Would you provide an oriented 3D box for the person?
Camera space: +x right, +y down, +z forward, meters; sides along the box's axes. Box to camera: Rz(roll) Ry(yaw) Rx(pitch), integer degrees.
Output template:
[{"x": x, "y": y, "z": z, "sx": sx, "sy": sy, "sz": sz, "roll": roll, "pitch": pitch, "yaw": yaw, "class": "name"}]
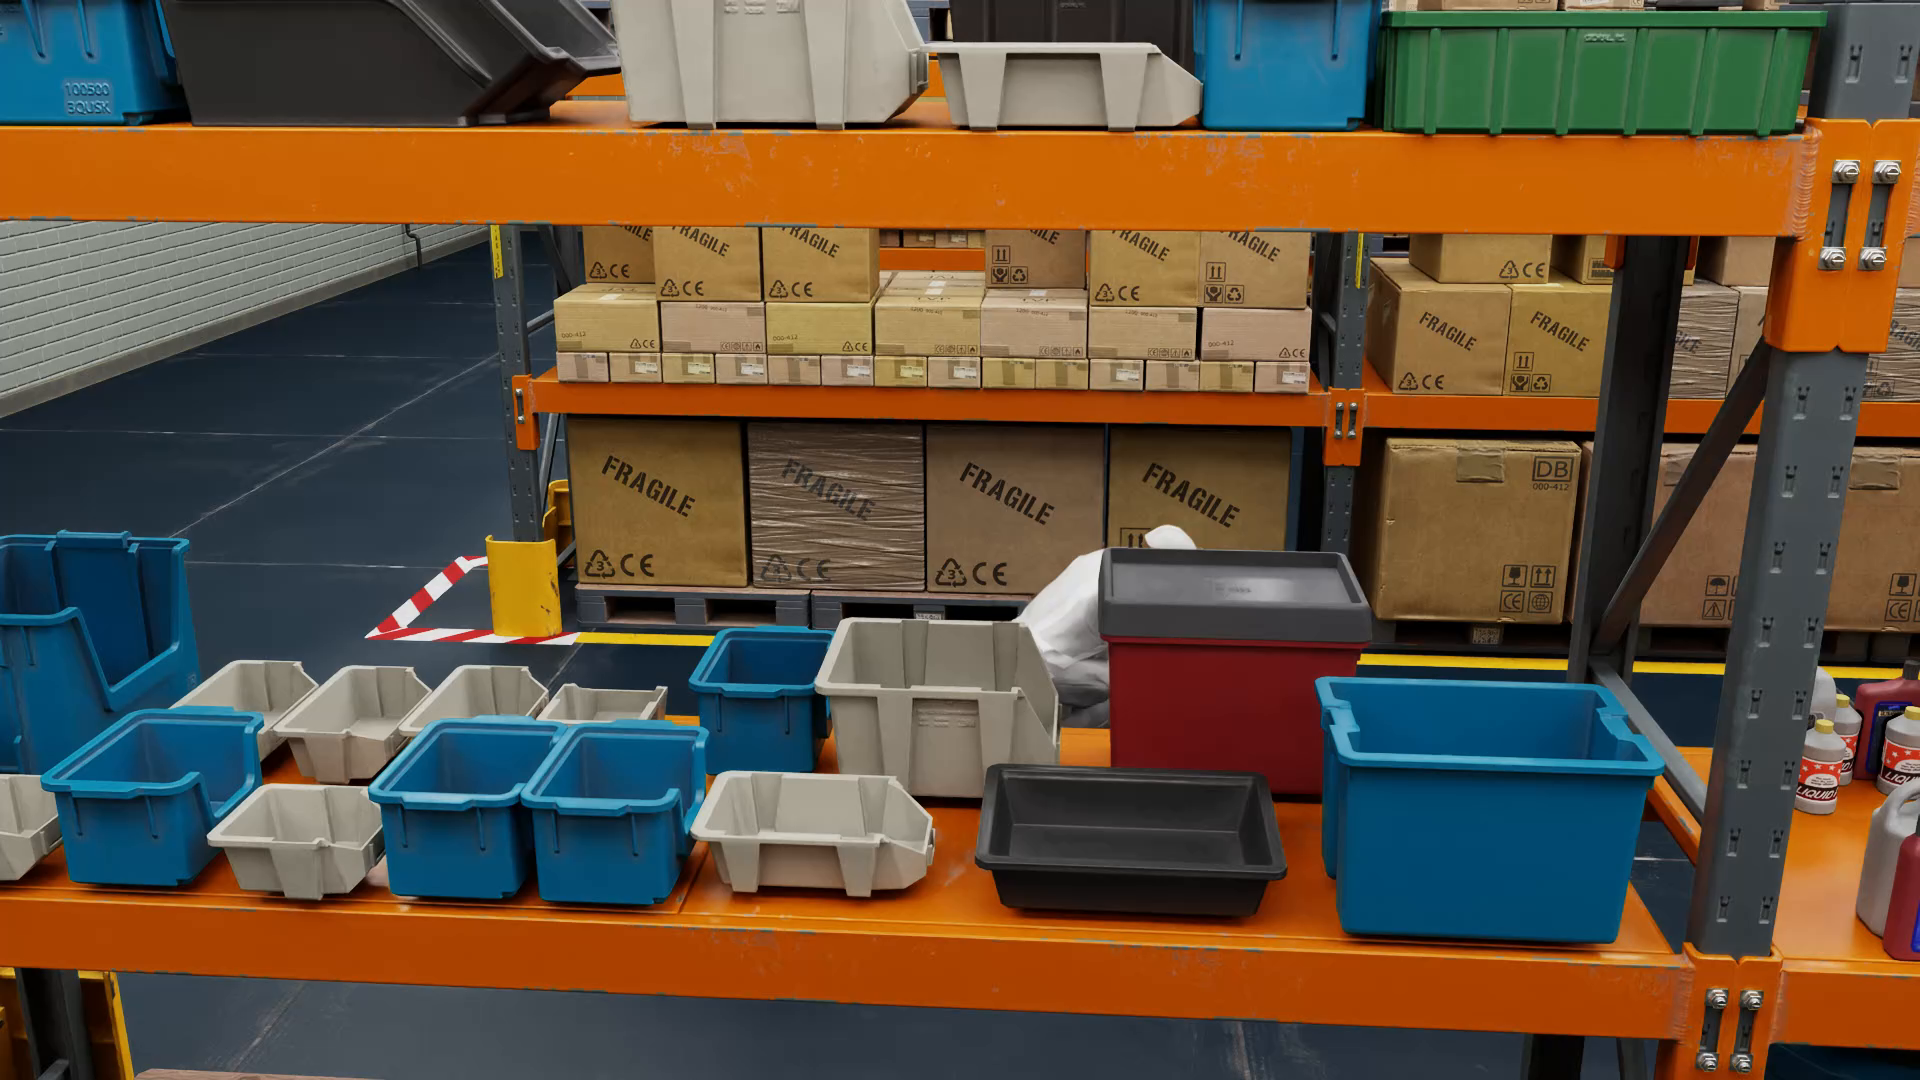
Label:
[{"x": 0.603, "y": 0.424, "z": 6.952, "sx": 0.878, "sy": 0.999, "sz": 0.589, "roll": 1, "pitch": 17, "yaw": 4, "class": "person"}]
